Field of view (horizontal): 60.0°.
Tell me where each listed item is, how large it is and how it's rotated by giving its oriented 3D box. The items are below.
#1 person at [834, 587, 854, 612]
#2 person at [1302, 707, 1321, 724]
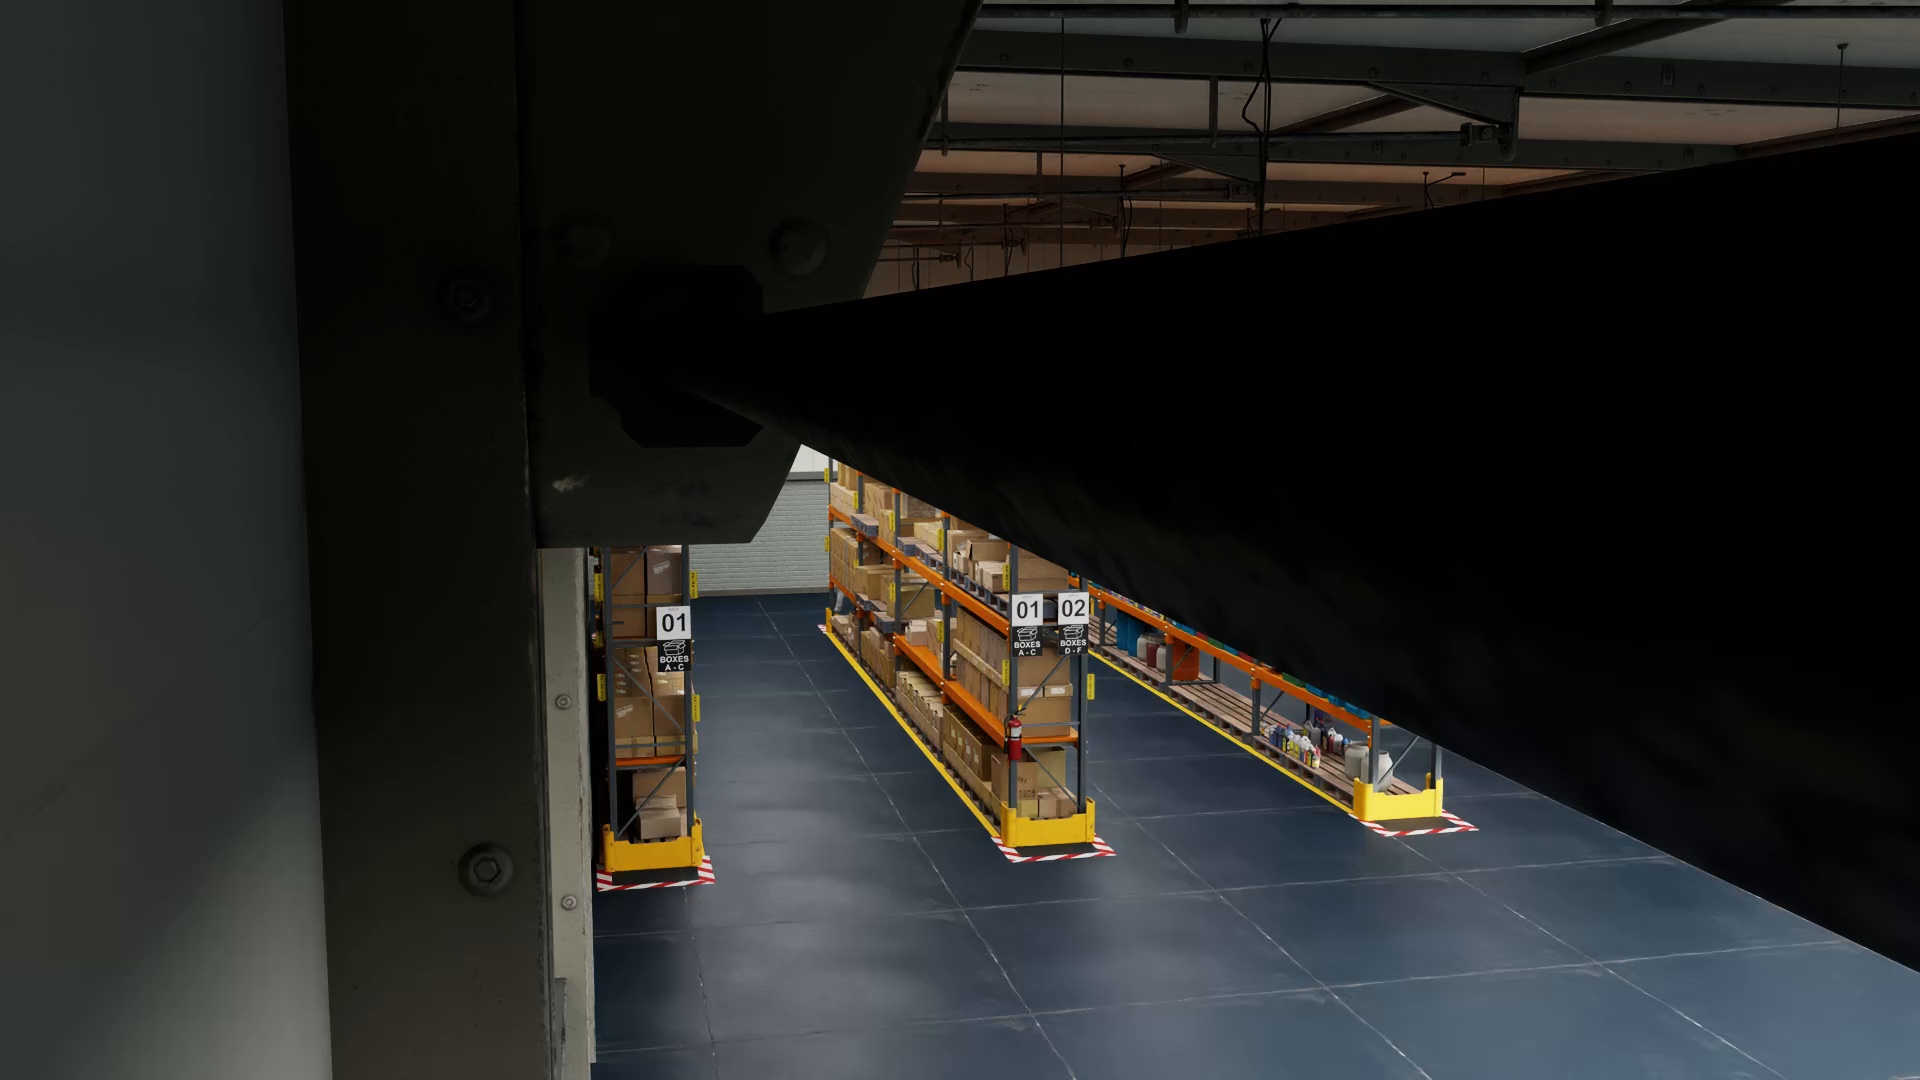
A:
[{"bbox_3d":[-2.652,0.818,39.125,0.598,1.724,1.045,3,7,21],"label":"person"},{"bbox_3d":[5.903,2.251,27.606,0.431,1.645,0.560,0,7,1],"label":"person"}]
